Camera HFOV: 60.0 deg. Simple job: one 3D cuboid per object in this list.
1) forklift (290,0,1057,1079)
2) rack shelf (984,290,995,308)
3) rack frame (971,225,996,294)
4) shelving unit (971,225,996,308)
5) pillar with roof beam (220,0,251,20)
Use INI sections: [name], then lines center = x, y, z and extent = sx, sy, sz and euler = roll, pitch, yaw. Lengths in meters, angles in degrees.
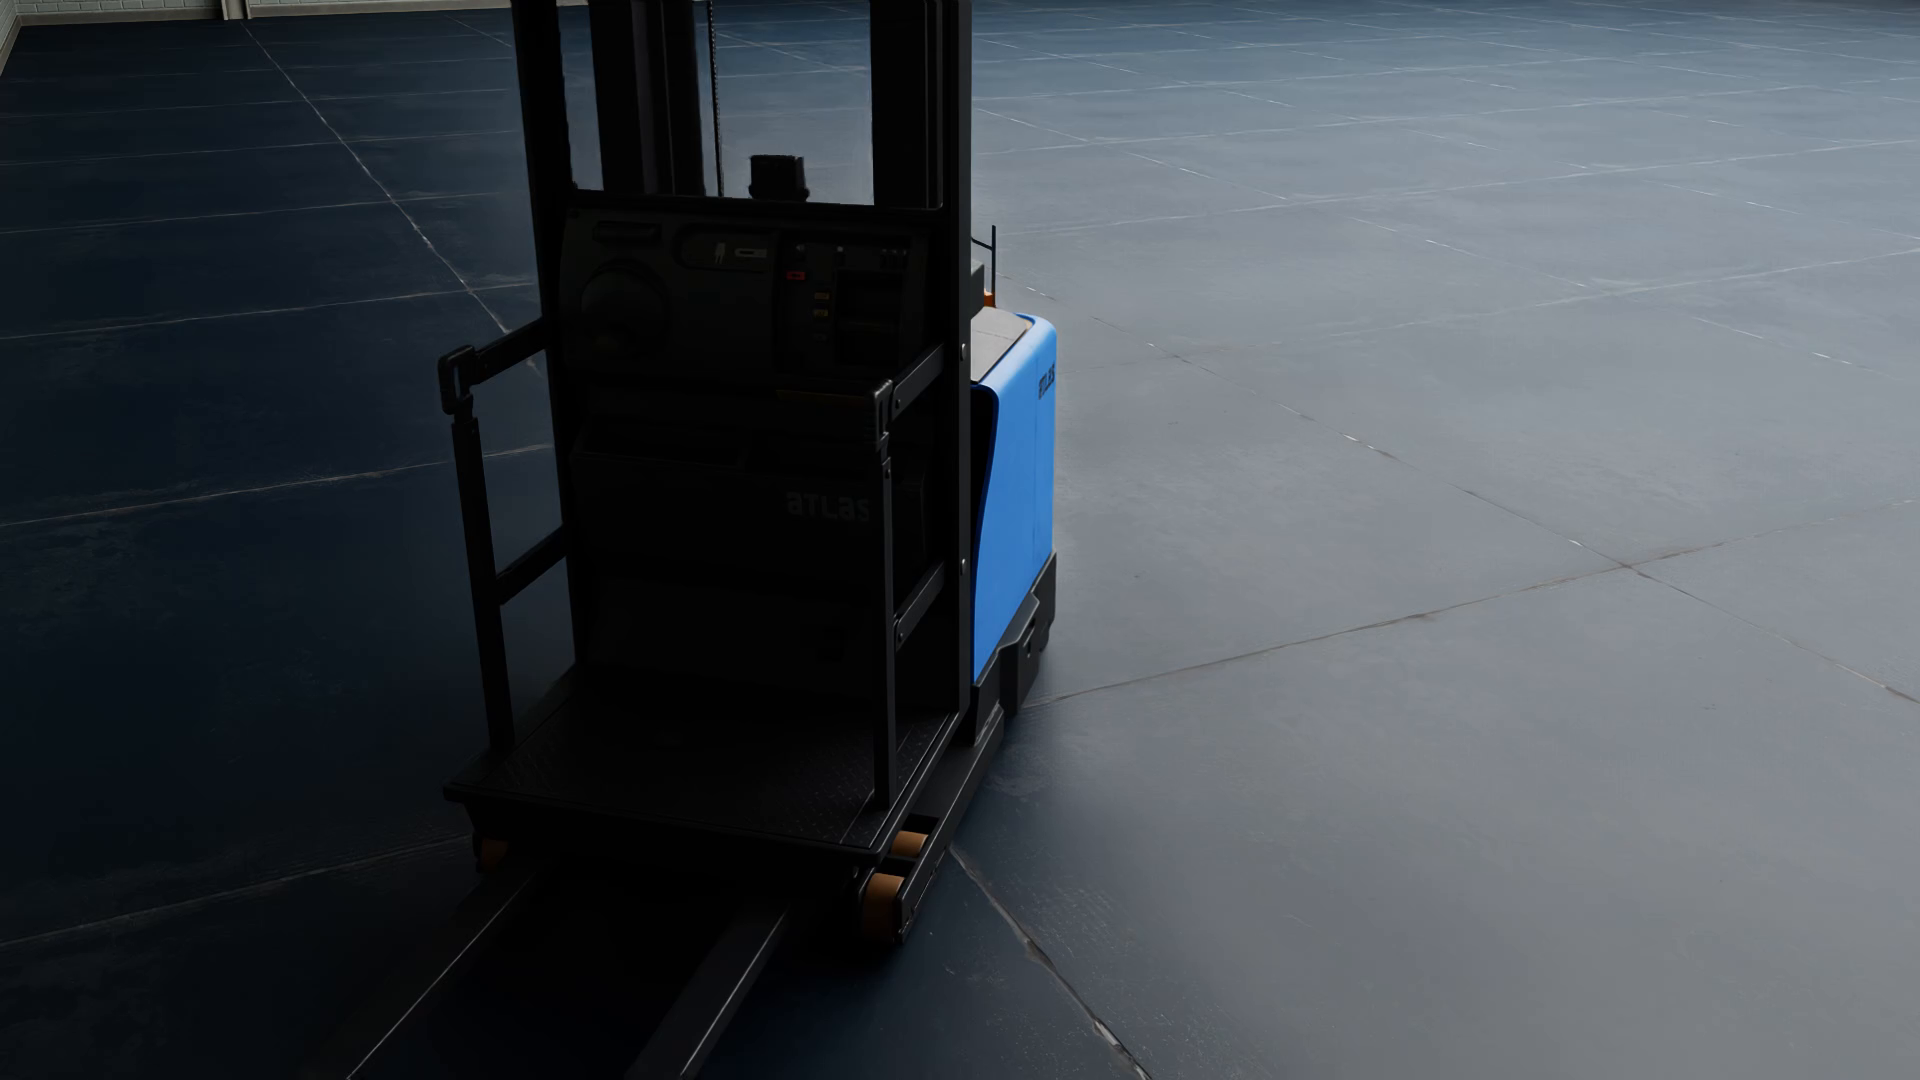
[forklift]
center = -0.577, -0.563, 3.778
extent = 1.130, 2.935, 3.031
euler = 6, 23, 14
[rack shelf]
center = -0.013, -0.844, 5.894
extent = 0.180, 0.103, 0.258
euler = -10, 25, -24
[rack frame]
center = 0.069, -0.567, 6.051
extent = 0.006, 1.200, 0.240
euler = -10, 25, -24
[shelving unit]
center = -0.013, -0.552, 6.015
extent = 0.189, 1.200, 0.258
euler = -10, 25, -24
[pillar with roof beam]
center = -9.344, -10.760, 20.478
extent = 0.400, 9.000, 9.100
euler = -10, 25, -24
